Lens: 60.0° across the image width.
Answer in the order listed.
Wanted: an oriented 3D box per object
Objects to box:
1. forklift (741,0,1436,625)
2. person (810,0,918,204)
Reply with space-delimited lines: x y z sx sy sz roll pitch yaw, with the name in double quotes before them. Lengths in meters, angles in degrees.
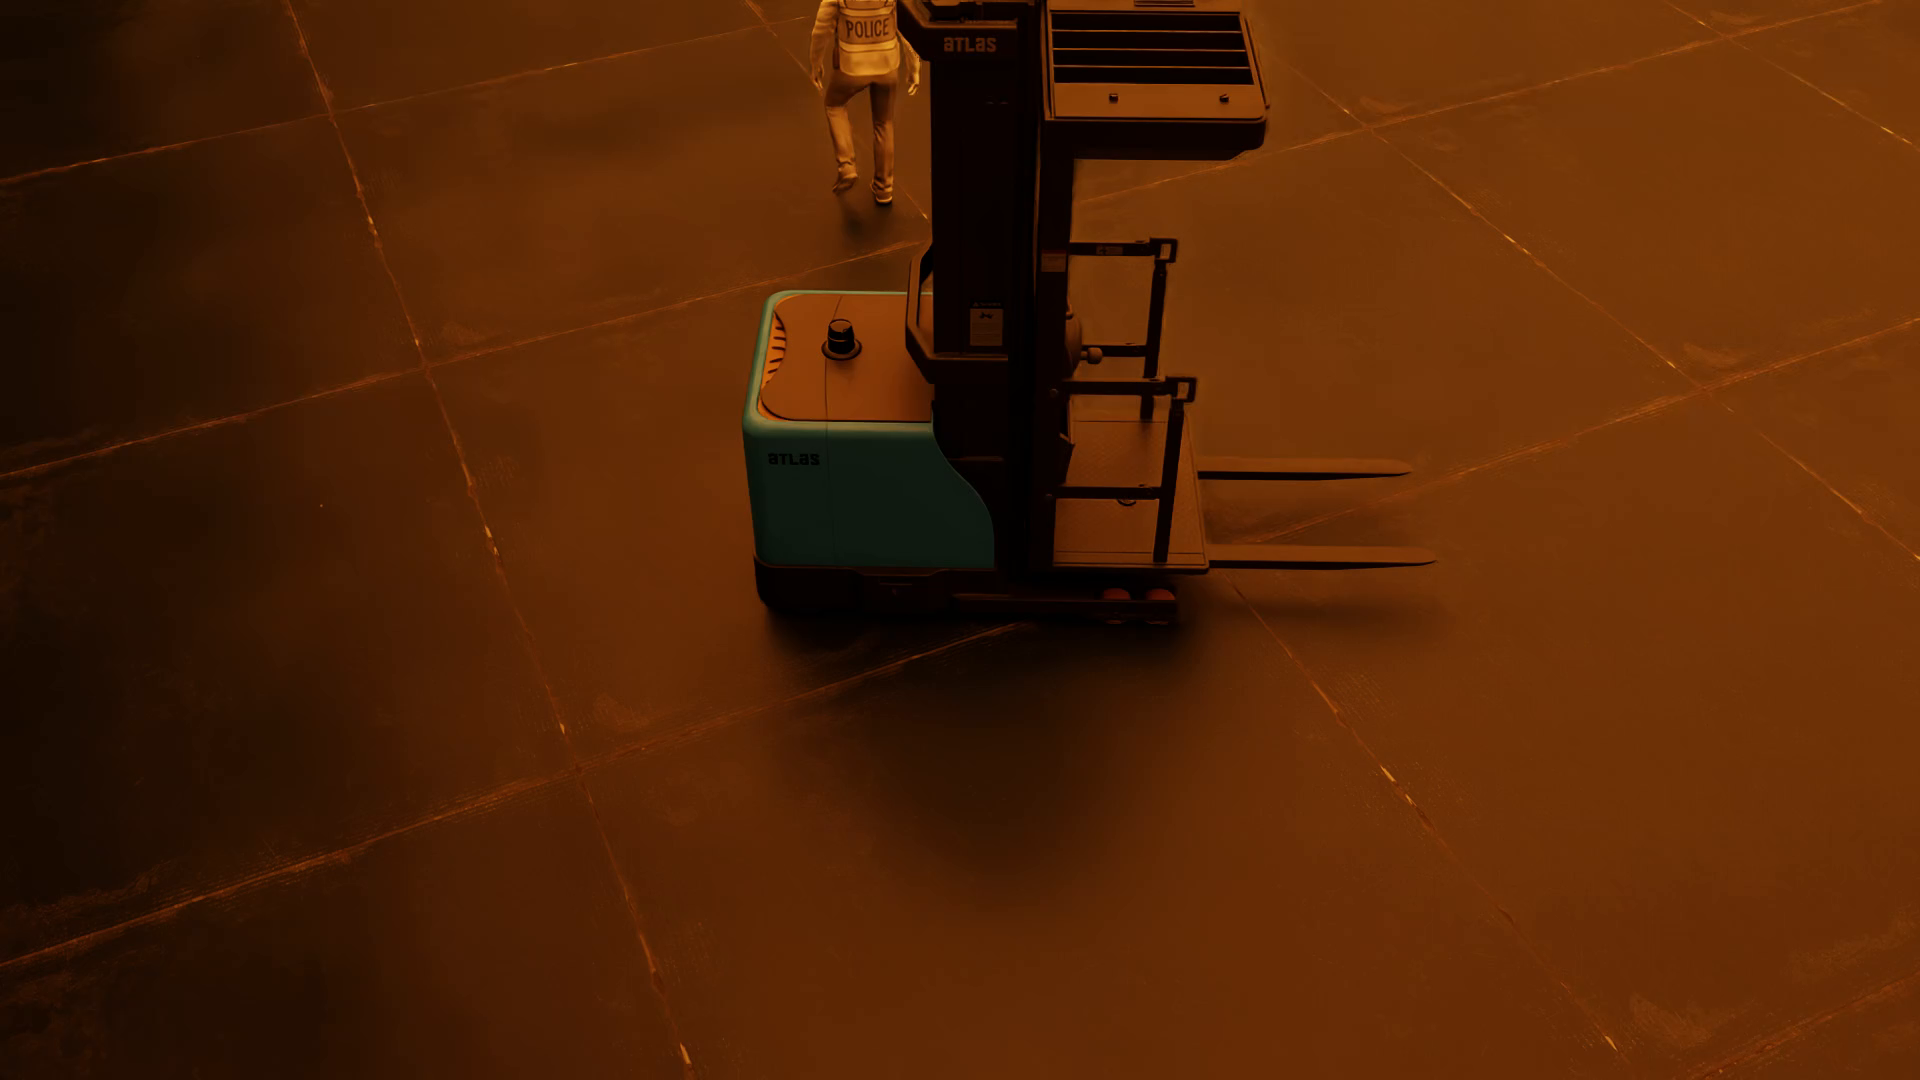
"forklift" 0.612 -1.063 6.819 3.031 2.935 1.130 1 43 1
"person" -0.556 -2.739 9.556 0.611 1.653 0.440 -7 43 -8
